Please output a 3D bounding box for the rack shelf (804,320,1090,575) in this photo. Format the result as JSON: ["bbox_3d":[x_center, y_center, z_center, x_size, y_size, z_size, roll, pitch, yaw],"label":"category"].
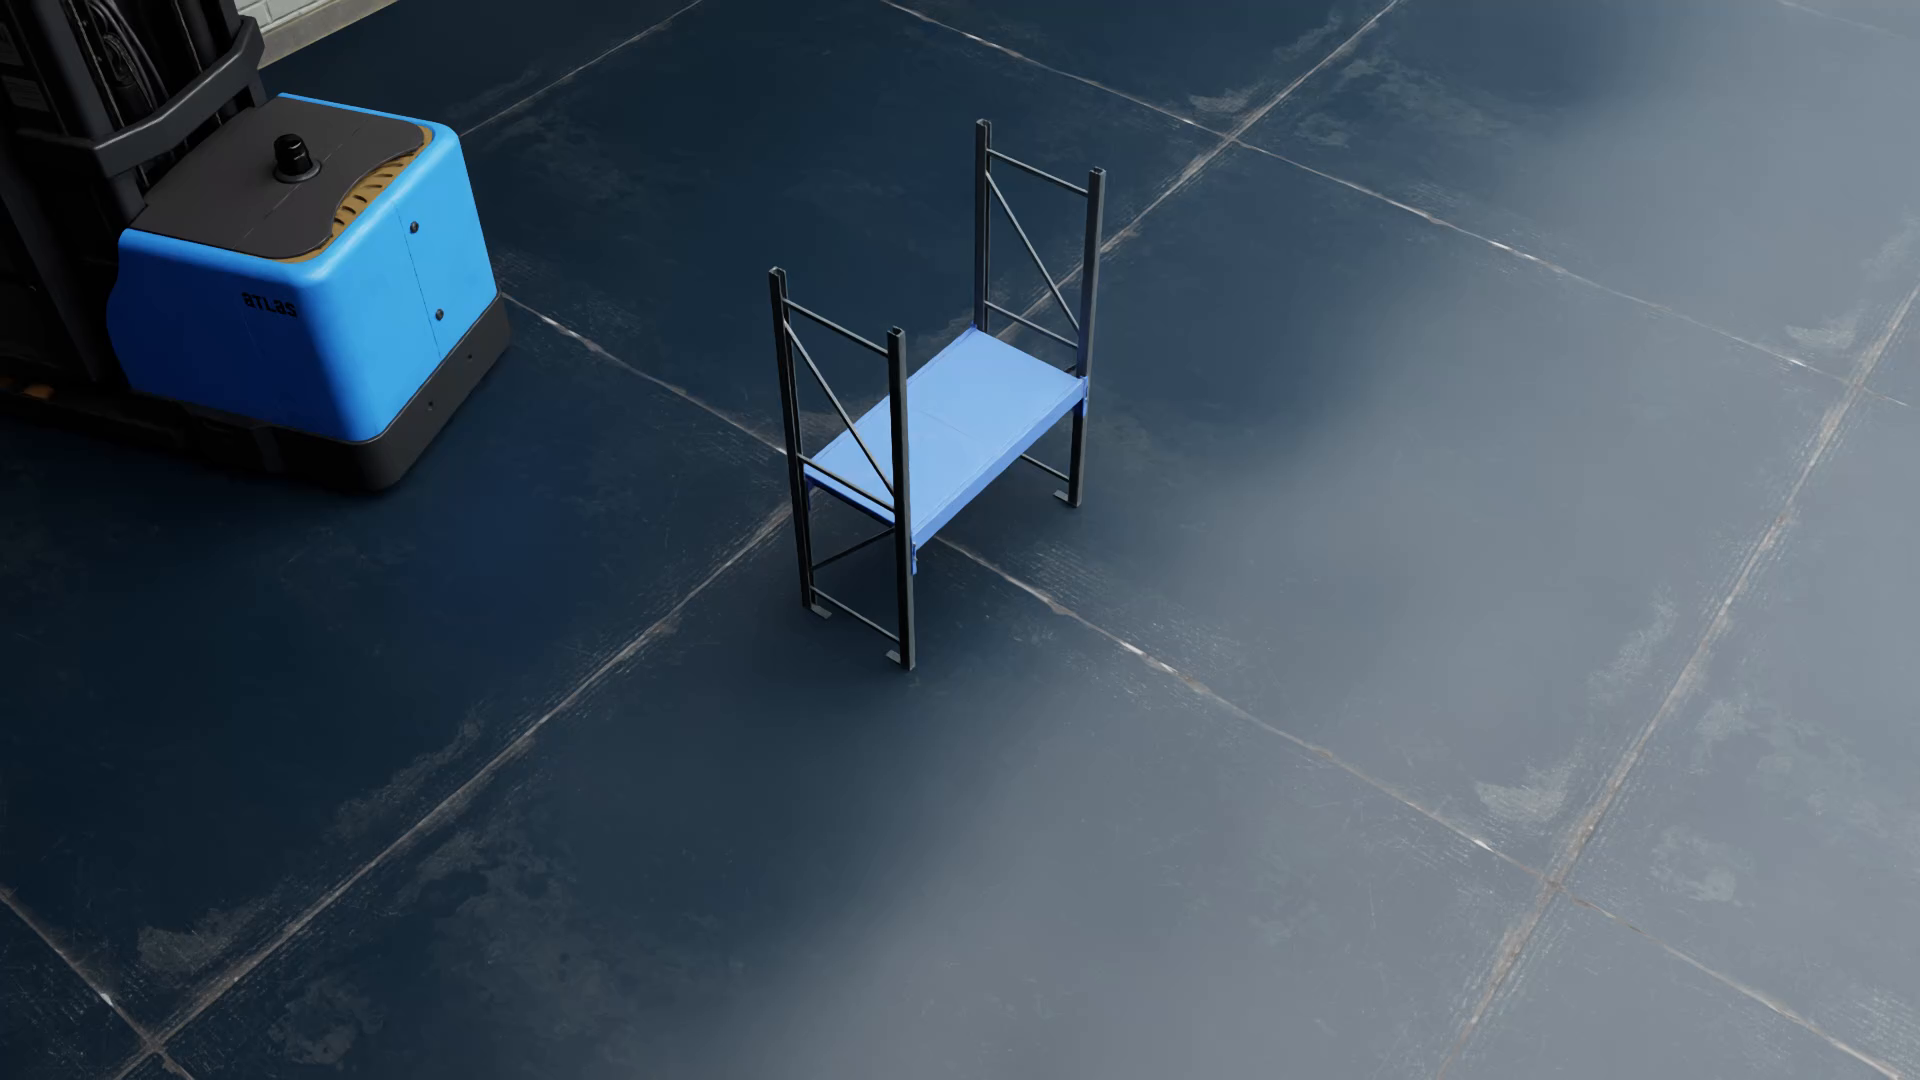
[{"bbox_3d":[-0.052,-0.345,5.791,0.538,0.185,1.000,29,53,25],"label":"rack shelf"}]

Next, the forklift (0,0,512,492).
[{"bbox_3d":[-3.448,-1.833,5.974,3.031,2.935,1.130,13,48,12],"label":"forklift"}]

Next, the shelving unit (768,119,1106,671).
[{"bbox_3d":[-0.052,-0.469,5.661,0.538,1.500,1.048,29,53,25],"label":"shelving unit"}]

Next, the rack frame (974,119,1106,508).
[{"bbox_3d":[0.259,-0.760,5.939,0.500,1.500,0.032,29,53,25],"label":"rack frame"}]

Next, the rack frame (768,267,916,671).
[{"bbox_3d":[-0.363,-0.178,5.383,0.500,1.500,0.032,29,53,25],"label":"rack frame"}]
